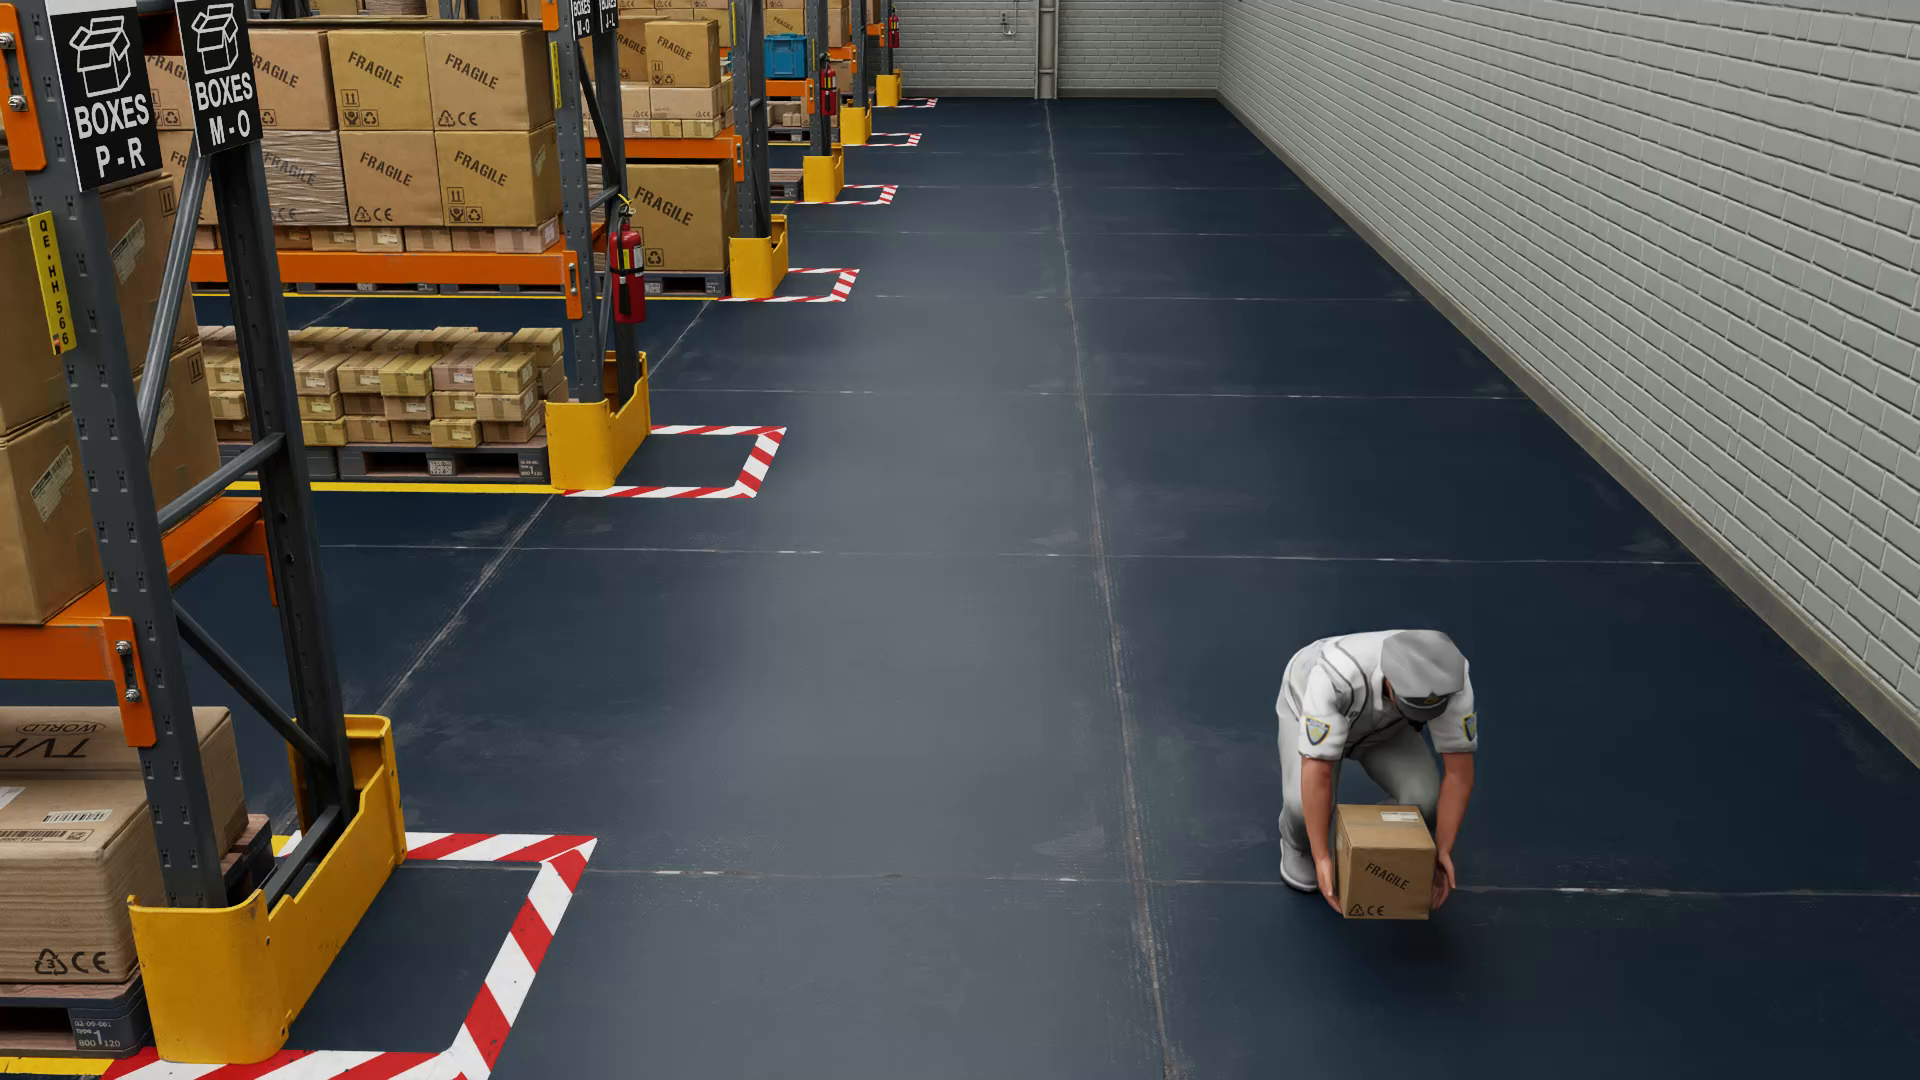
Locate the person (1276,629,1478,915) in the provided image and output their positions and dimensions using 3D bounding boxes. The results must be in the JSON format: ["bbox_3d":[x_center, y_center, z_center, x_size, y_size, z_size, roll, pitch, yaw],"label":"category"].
[{"bbox_3d":[1.316,0.663,5.313,0.570,1.051,0.918,1,21,2],"label":"person"}]
